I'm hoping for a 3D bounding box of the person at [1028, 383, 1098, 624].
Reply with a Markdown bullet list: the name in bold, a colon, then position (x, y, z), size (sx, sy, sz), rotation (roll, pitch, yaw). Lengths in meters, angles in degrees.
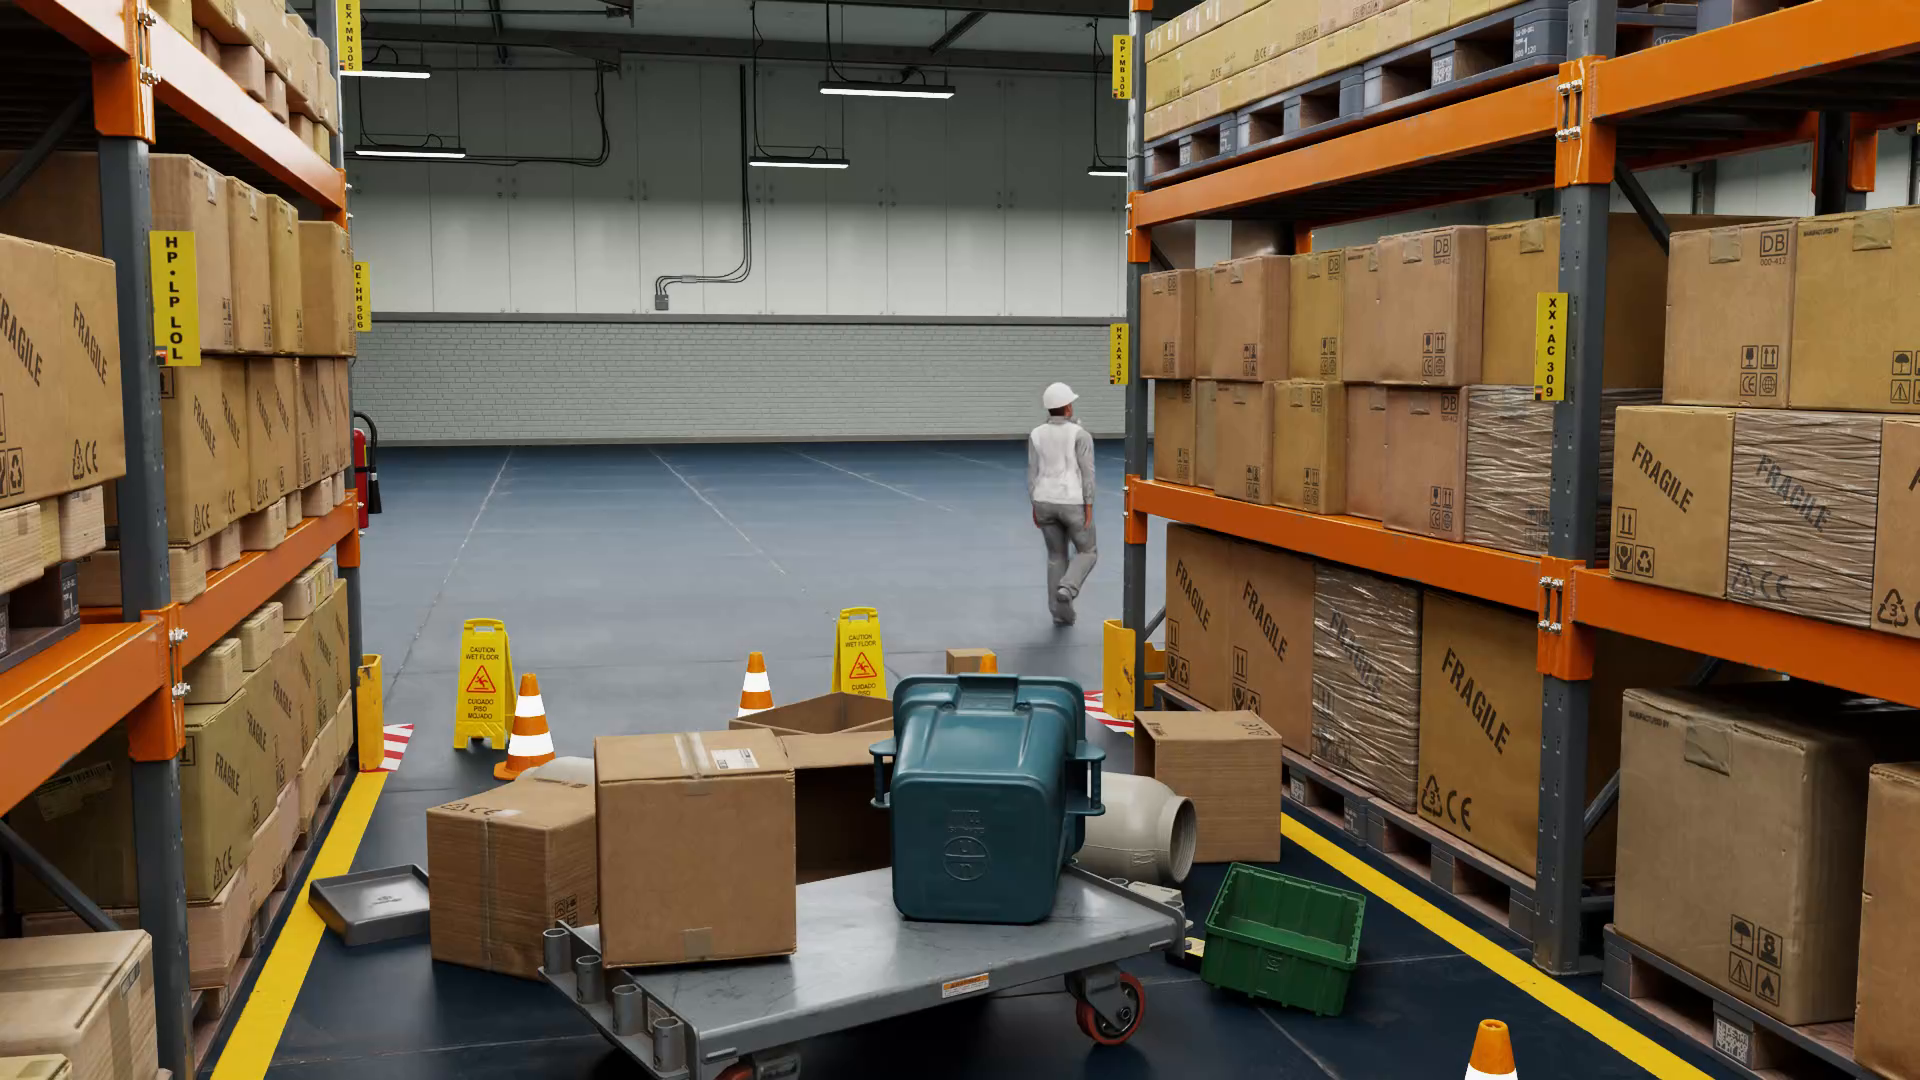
- **person**: position (0.748, -0.265, 12.130), size (0.538, 1.759, 0.554), rotation (3, 7, 28)
